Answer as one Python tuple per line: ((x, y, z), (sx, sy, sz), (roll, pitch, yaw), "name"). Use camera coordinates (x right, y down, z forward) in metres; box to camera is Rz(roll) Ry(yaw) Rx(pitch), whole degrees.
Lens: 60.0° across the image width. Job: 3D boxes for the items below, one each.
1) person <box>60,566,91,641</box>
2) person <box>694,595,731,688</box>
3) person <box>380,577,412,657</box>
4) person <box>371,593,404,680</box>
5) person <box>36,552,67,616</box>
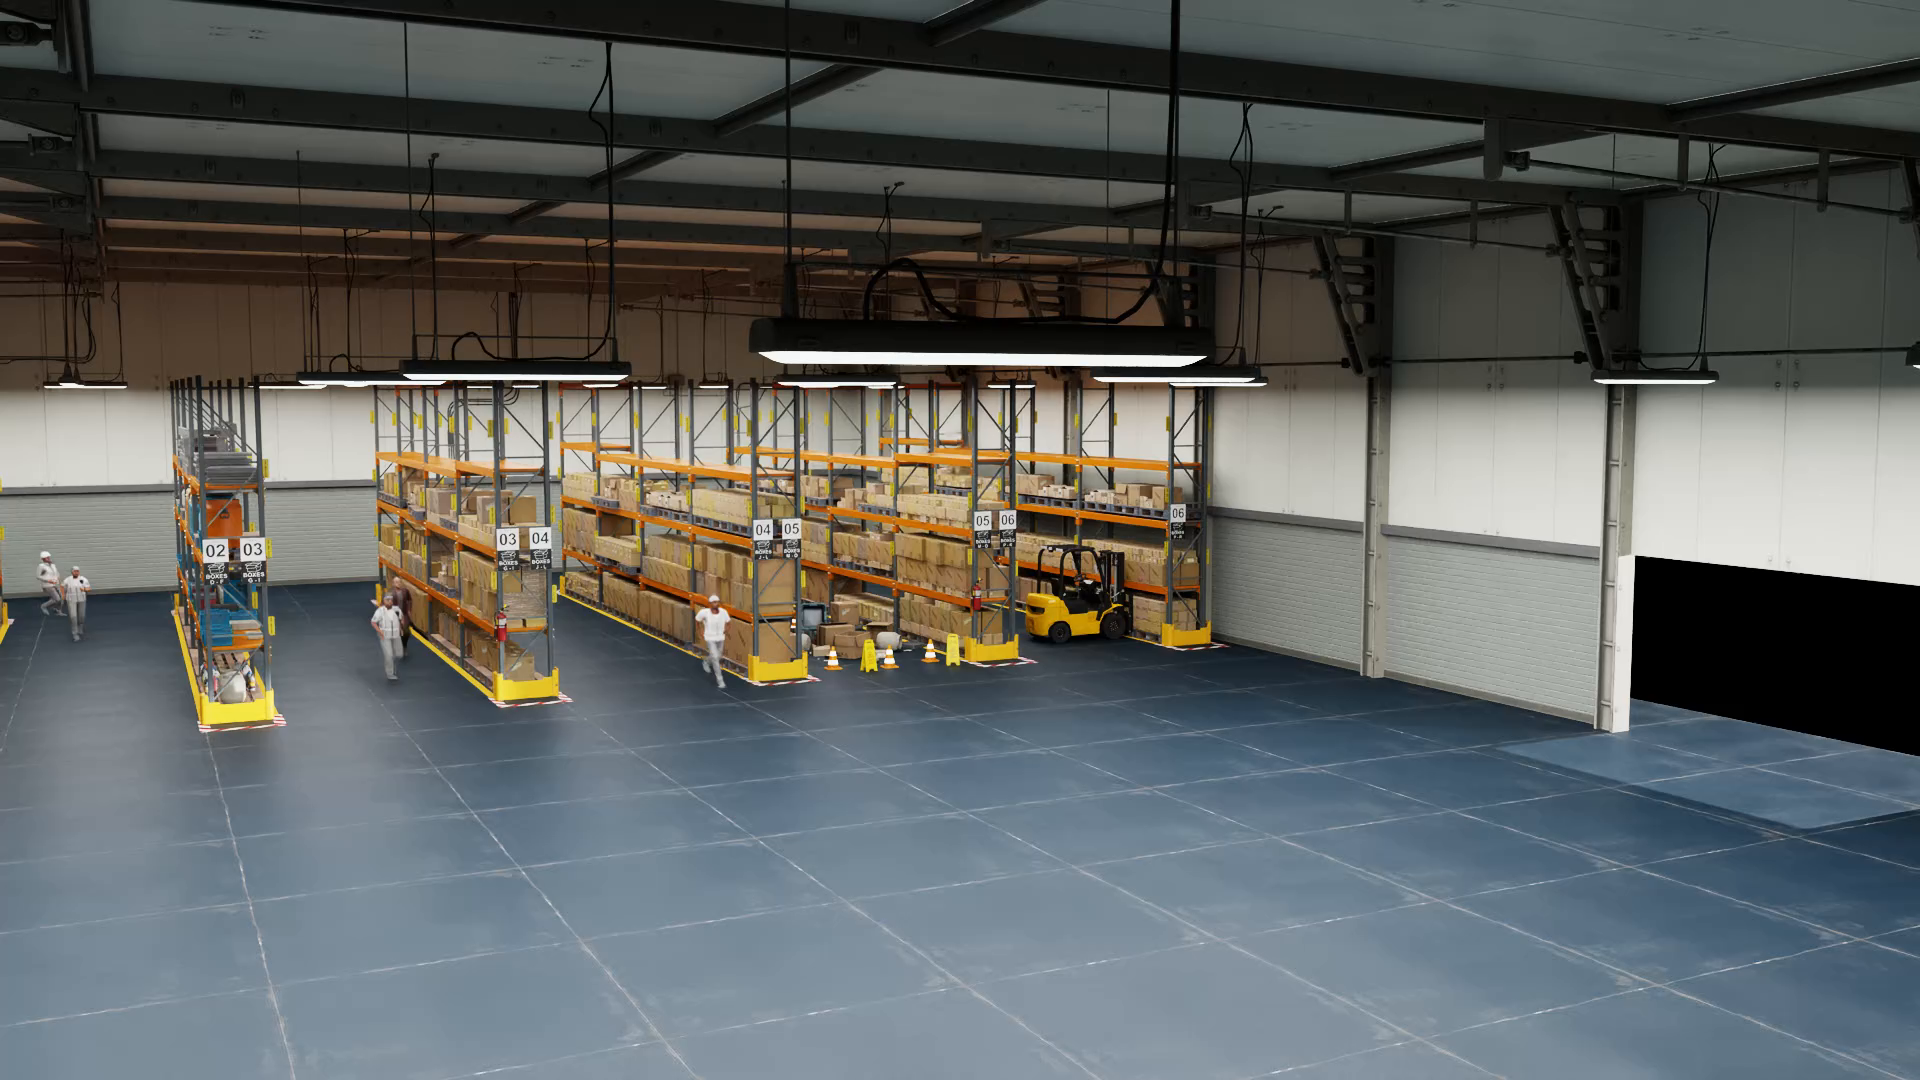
((-20.508, 1.449, 38.601), (0.586, 1.693, 0.849), (-4, 6, -37), "person")
((-4.812, 1.961, 32.624), (0.657, 1.784, 1.135), (-4, 6, -37), "person")
((-12.070, 1.669, 35.739), (0.717, 1.743, 0.653), (-3, 6, -32), "person")
((-11.390, 1.907, 33.186), (0.648, 1.732, 0.596), (-4, 6, -36), "person")
((-23.135, 1.136, 42.267), (0.543, 1.711, 0.713), (0, 5, 3), "person")
